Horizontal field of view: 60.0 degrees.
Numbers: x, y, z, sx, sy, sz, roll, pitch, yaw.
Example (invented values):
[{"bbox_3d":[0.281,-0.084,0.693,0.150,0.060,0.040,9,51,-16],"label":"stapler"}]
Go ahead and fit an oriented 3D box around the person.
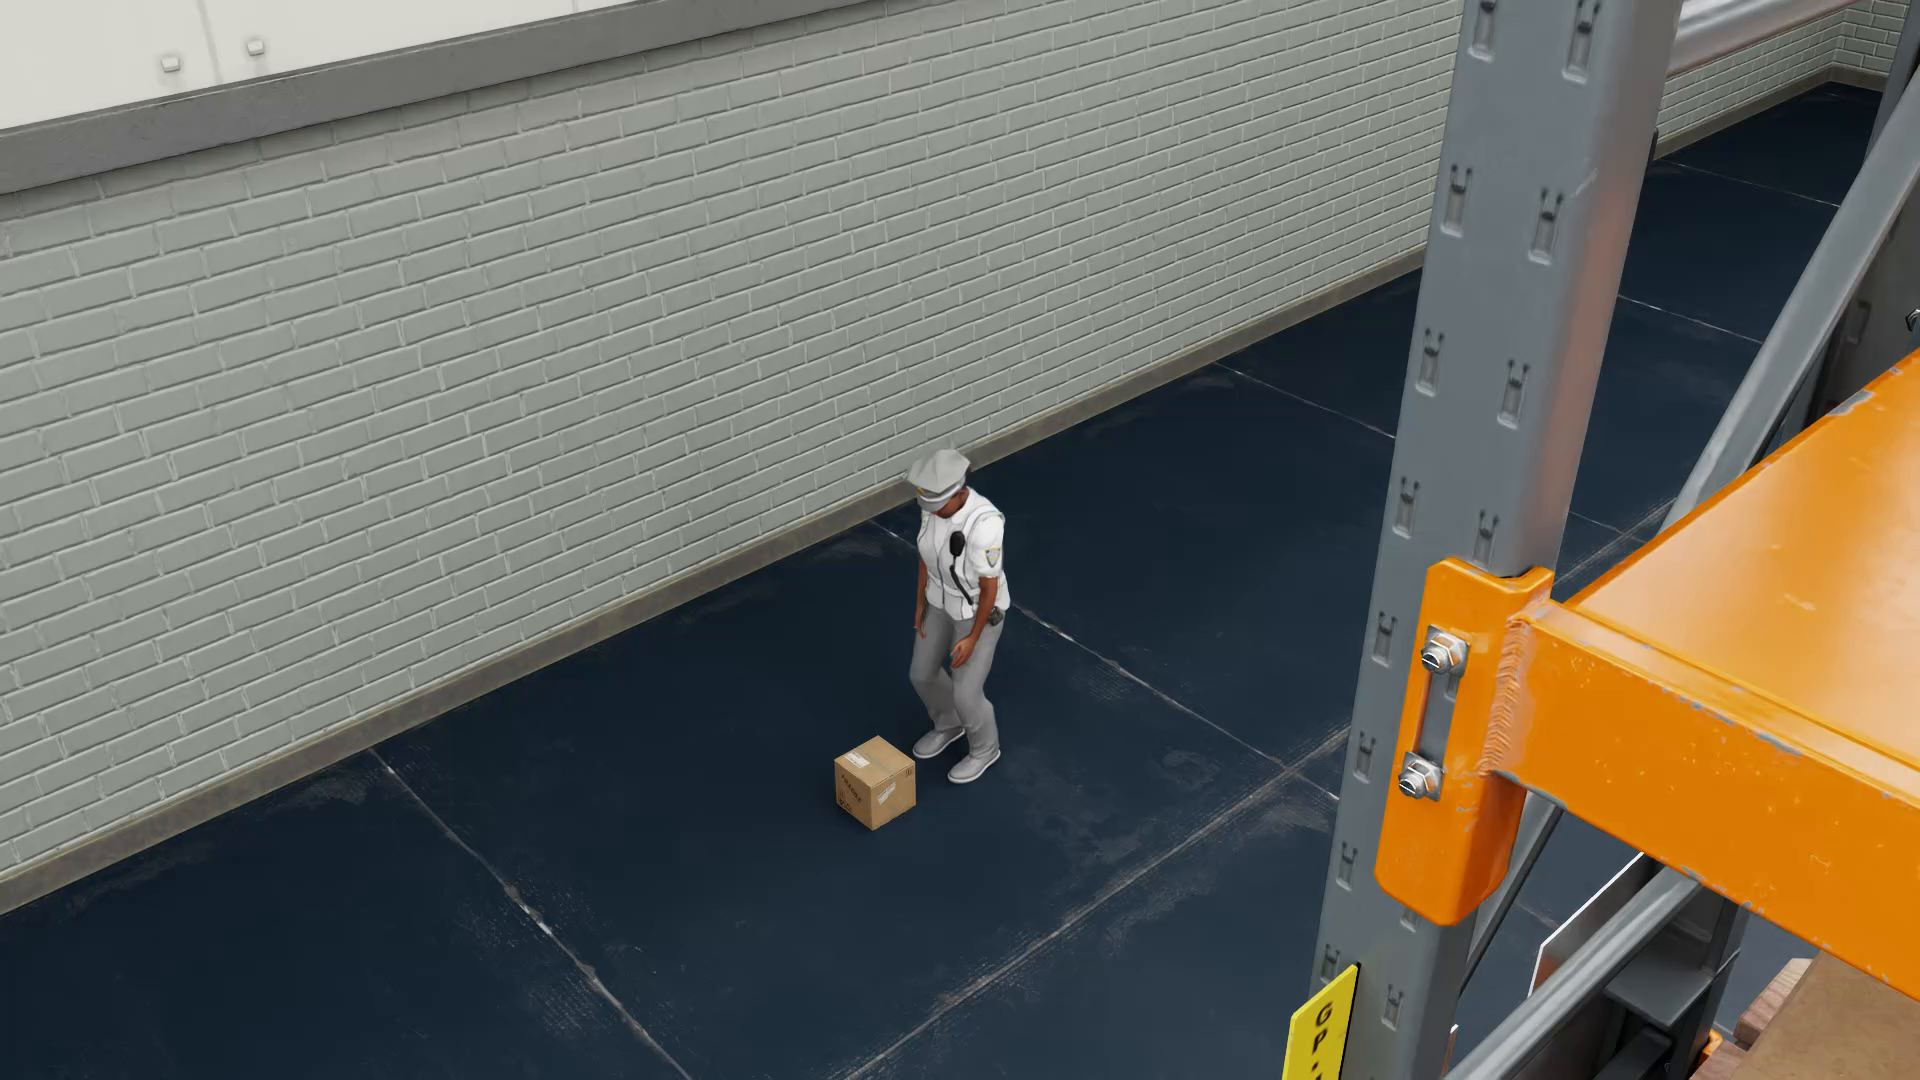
[{"bbox_3d":[-0.008,0.338,7.168,0.460,1.600,0.461,-25,40,-34],"label":"person"}]
